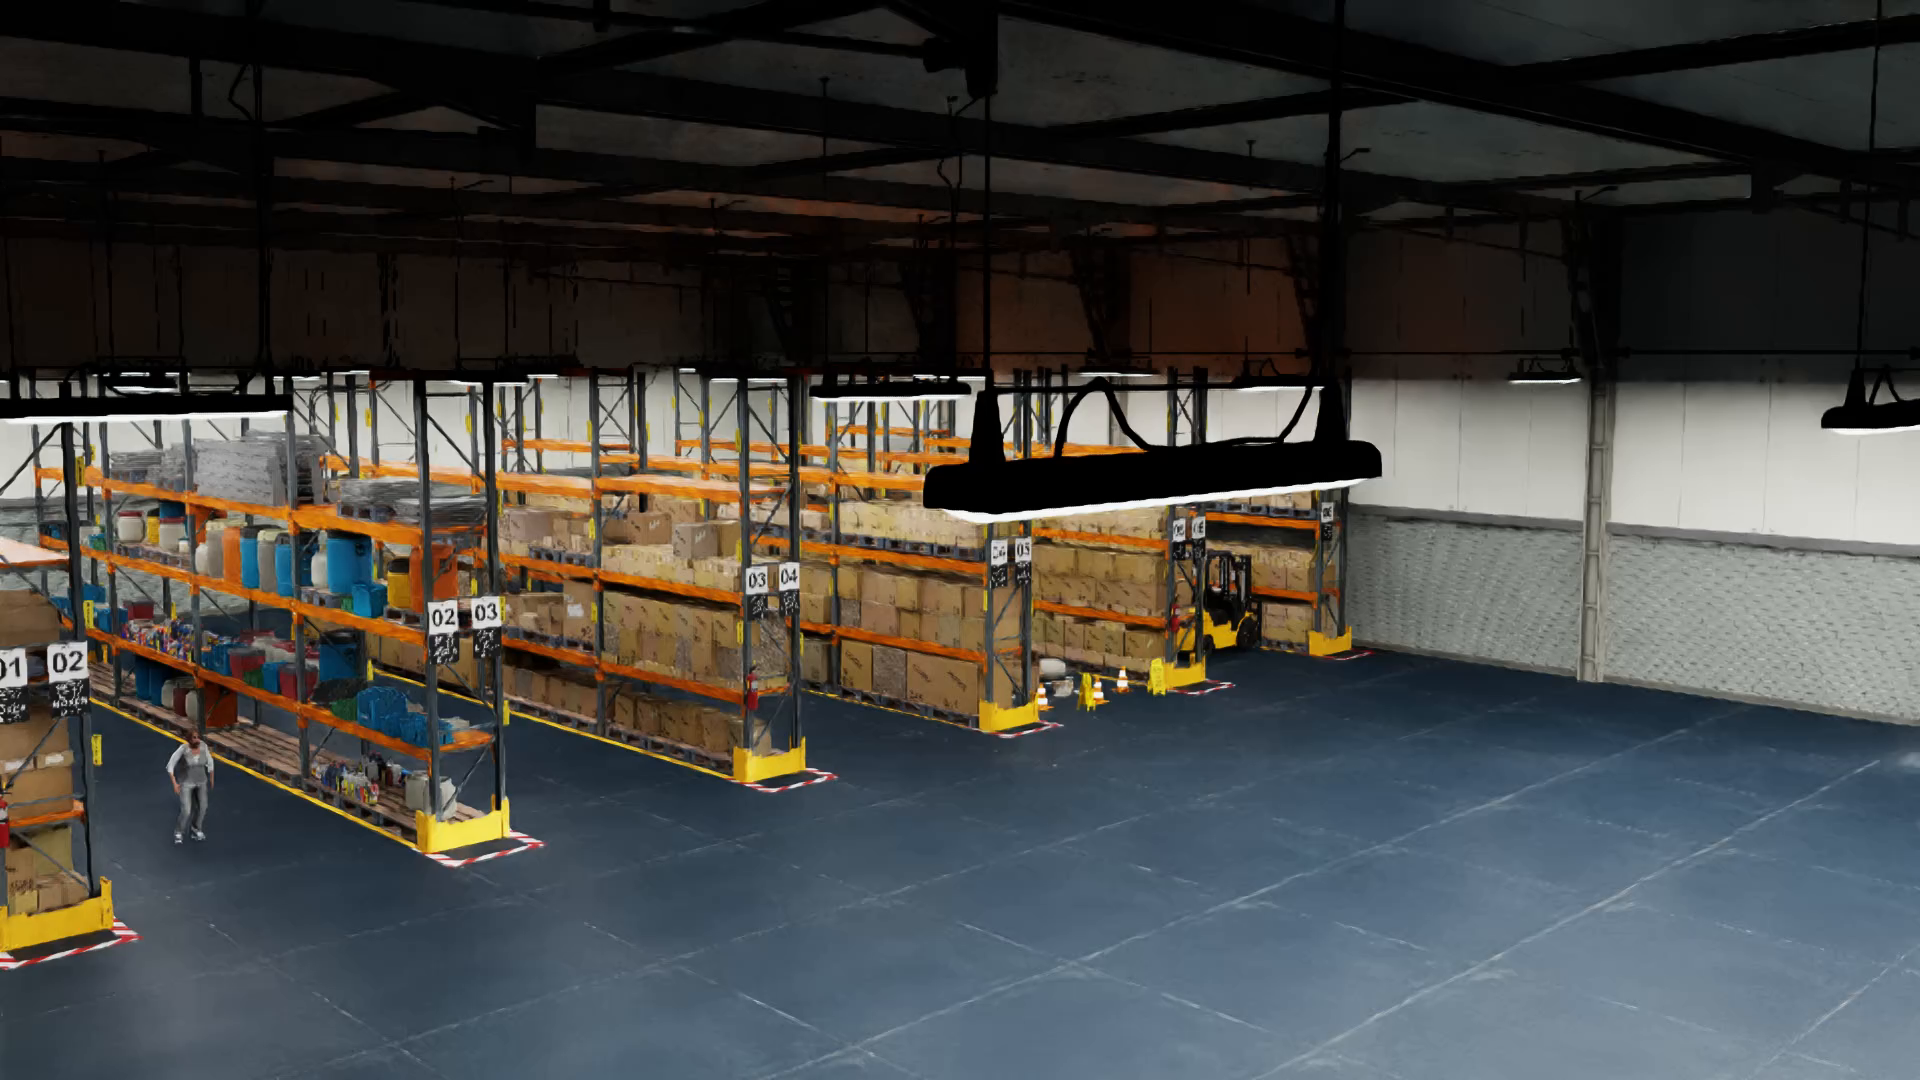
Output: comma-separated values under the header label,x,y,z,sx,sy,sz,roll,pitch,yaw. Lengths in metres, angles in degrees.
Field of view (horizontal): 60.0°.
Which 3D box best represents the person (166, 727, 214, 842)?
label,x,y,z,sx,sy,sz,roll,pitch,yaw
person,-9.936,3.153,21.487,0.519,1.541,0.566,6,9,42
